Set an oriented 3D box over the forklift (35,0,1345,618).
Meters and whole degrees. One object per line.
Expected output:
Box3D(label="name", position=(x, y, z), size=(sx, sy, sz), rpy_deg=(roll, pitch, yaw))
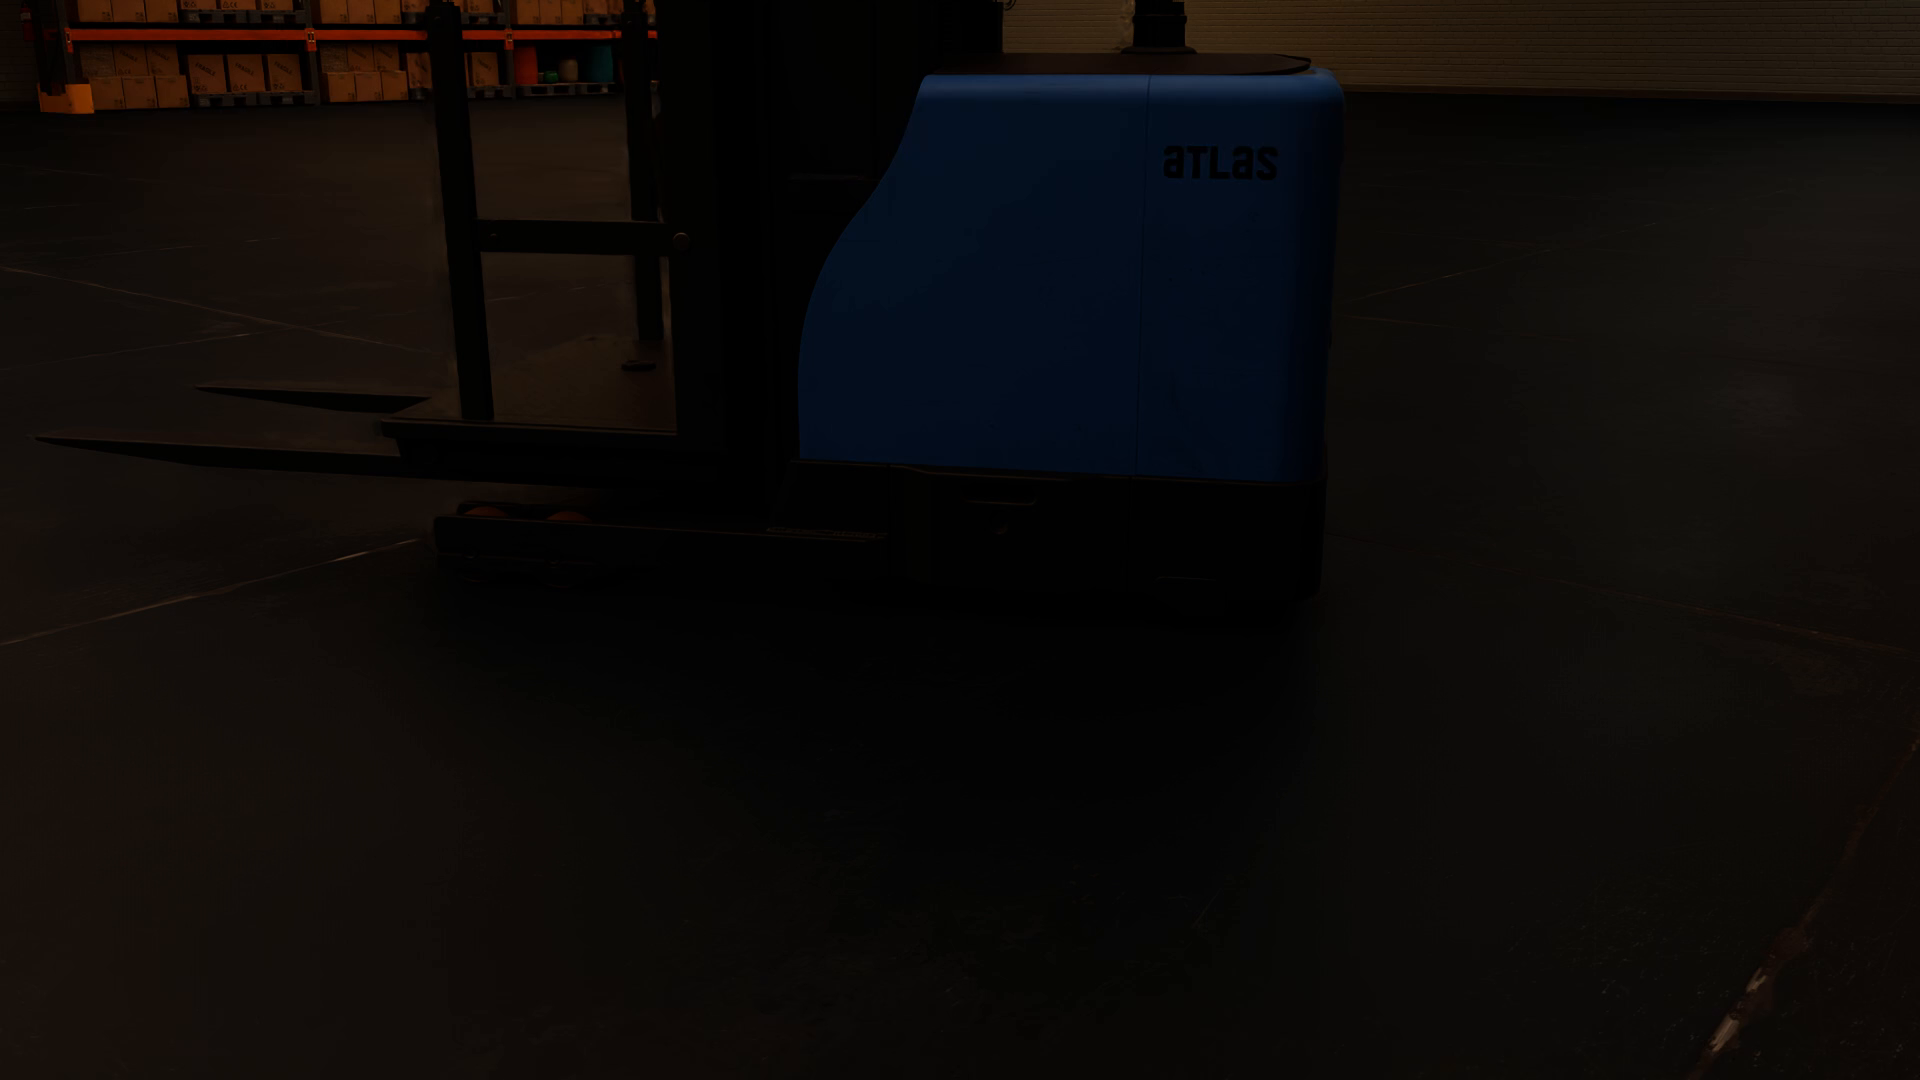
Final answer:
Box3D(label="forklift", position=(-0.671, -1.442, 3.648), size=(3.031, 2.935, 1.130), rpy_deg=(3, 17, 11))
